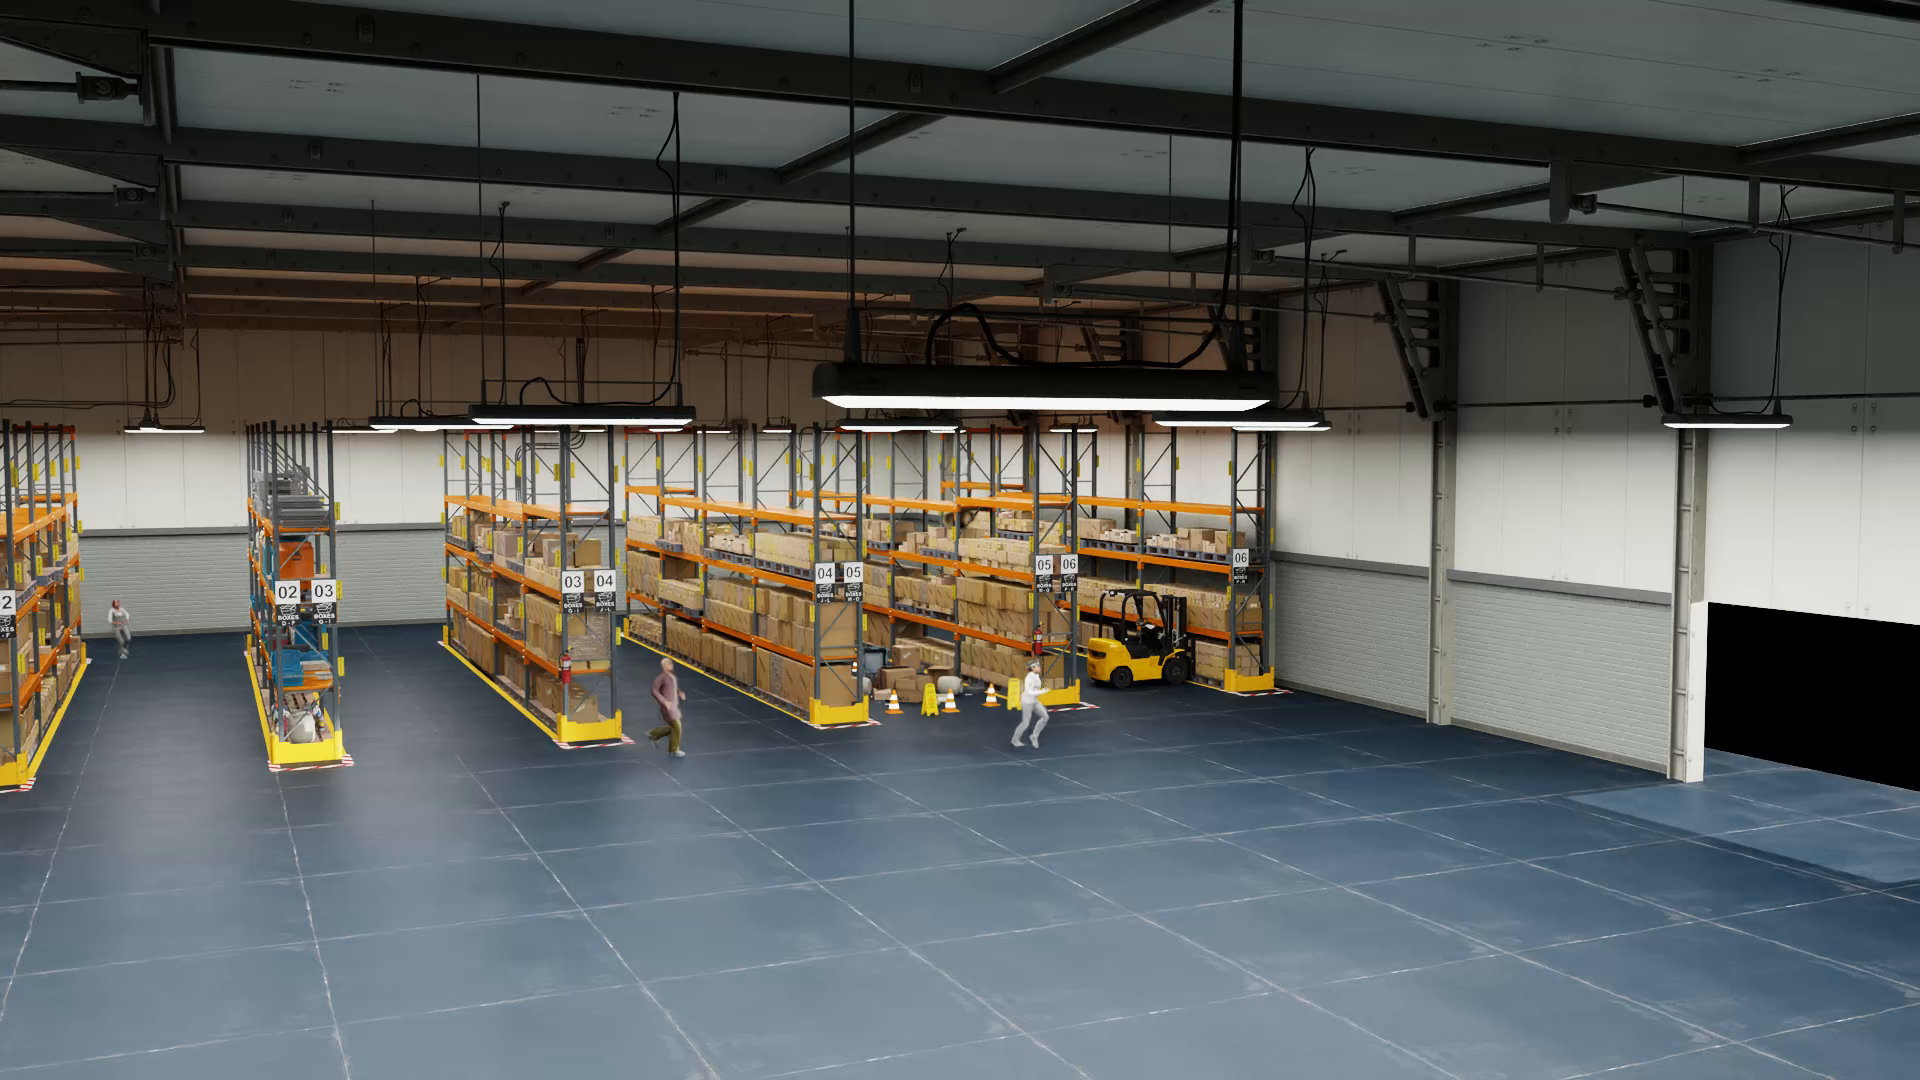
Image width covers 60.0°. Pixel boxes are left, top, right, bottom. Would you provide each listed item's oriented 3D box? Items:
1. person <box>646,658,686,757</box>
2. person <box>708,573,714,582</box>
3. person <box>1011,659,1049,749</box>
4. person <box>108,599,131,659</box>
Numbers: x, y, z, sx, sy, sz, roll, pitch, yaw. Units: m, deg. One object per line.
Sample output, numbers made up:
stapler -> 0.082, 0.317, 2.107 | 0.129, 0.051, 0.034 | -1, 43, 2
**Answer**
person -> -5.272, 2.992, 29.816 | 0.786, 1.764, 0.708 | 1, 4, 14
person -> -7.552, 1.776, 50.103 | 0.616, 1.645, 0.653 | -1, 4, -13
person -> 1.293, 2.980, 30.332 | 0.782, 1.669, 0.642 | 2, 4, 25
person -> -21.540, 2.289, 42.638 | 0.564, 1.544, 0.509 | -3, 5, -44
